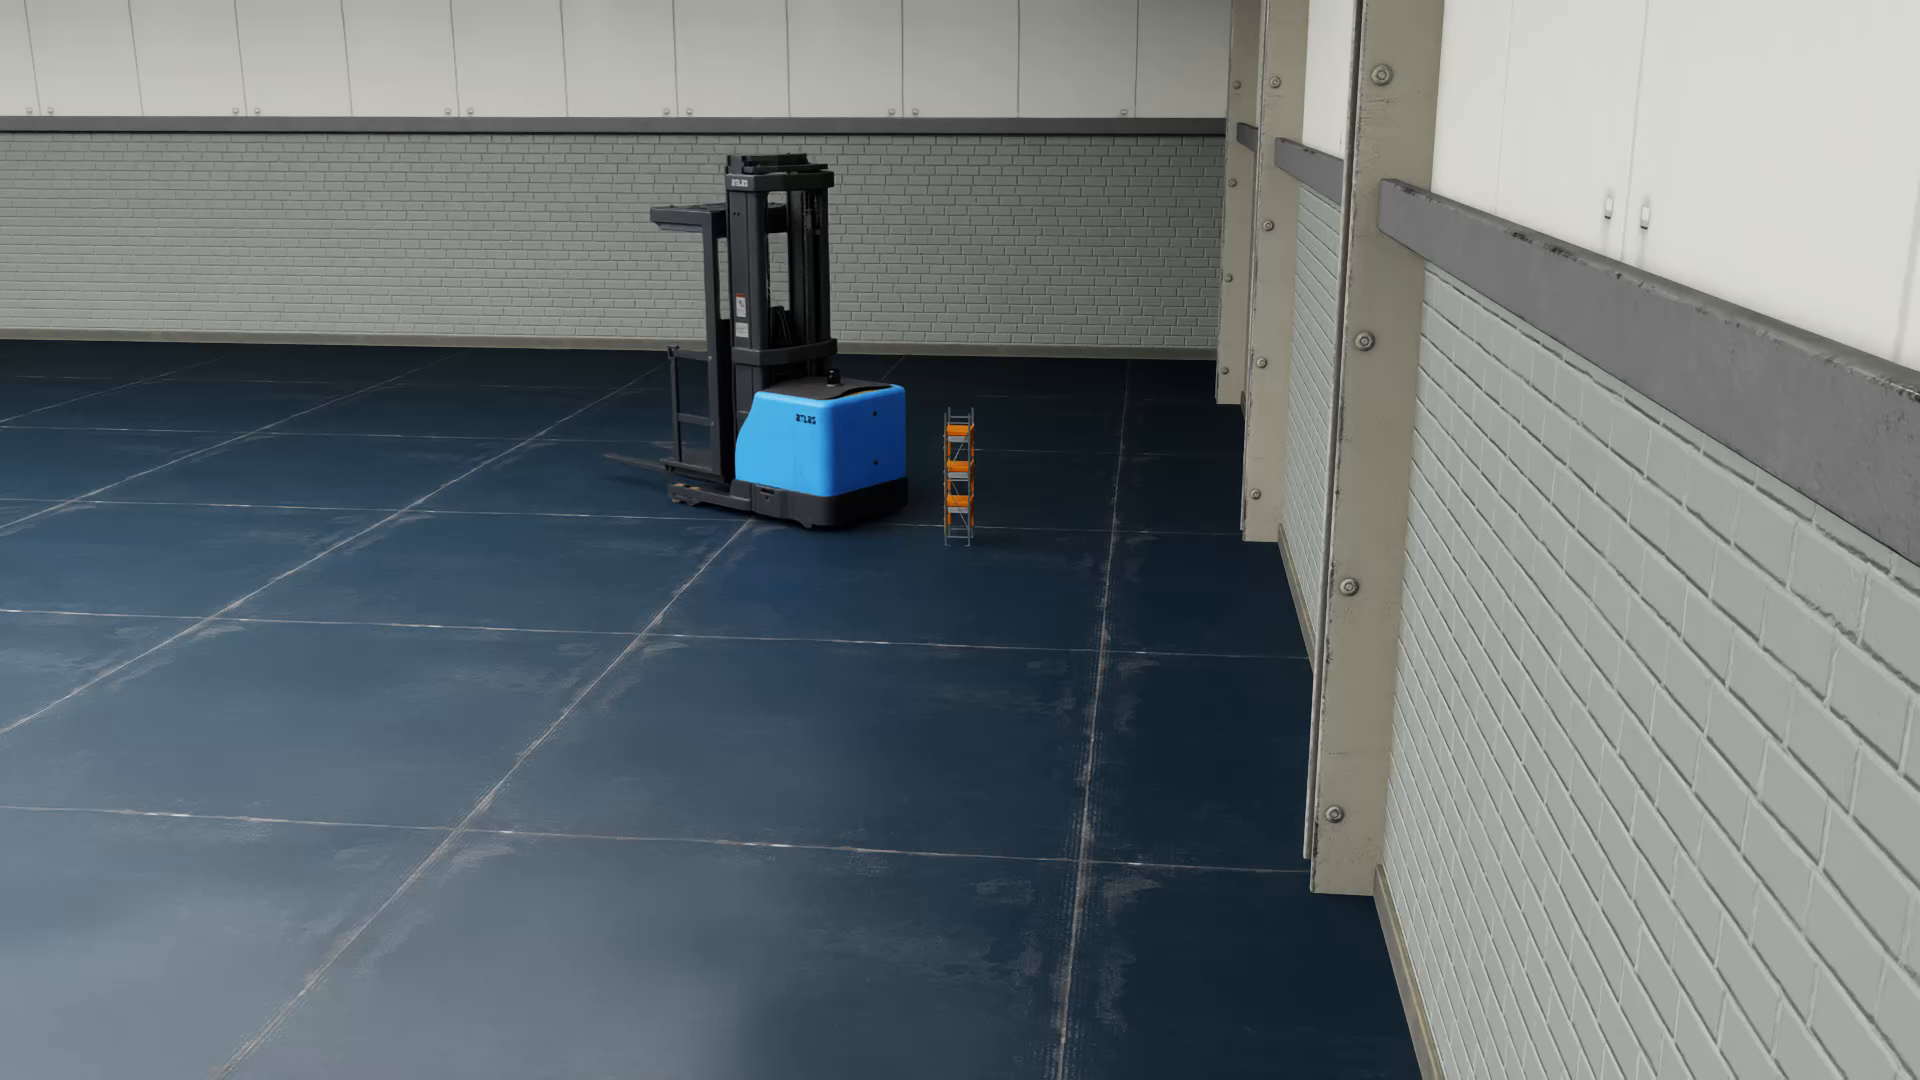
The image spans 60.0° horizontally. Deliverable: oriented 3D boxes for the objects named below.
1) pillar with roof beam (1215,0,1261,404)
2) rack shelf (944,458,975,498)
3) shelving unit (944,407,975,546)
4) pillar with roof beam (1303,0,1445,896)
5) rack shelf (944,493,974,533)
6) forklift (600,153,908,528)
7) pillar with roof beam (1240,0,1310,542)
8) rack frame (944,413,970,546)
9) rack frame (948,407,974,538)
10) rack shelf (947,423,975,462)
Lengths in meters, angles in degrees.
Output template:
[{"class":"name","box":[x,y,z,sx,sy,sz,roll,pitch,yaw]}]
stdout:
[{"class":"pillar with roof beam","box":[-1.191,-6.066,18.356,9.100,9.000,0.400,2,15,6]},{"class":"rack shelf","box":[-0.006,-0.483,12.976,0.215,0.259,0.240,2,15,6]},{"class":"shelving unit","box":[-0.006,-0.493,12.974,0.215,1.050,0.252,2,15,6]},{"class":"pillar with roof beam","box":[-2.545,-2.954,6.846,9.100,9.000,0.400,2,15,6]},{"class":"rack shelf","box":[-0.006,-0.214,13.049,0.215,0.259,0.240,2,15,6]},{"class":"forklift","box":[-1.902,-1.799,14.202,3.031,2.935,1.130,12,19,37]},{"class":"pillar with roof beam","box":[-1.868,-4.510,12.601,9.100,9.000,0.400,2,15,6]},{"class":"rack frame","box":[-0.020,-0.461,12.857,0.200,1.050,0.008,2,15,6]},{"class":"rack frame","box":[0.008,-0.525,13.091,0.200,1.050,0.008,2,15,6]},{"class":"rack shelf","box":[-0.006,-0.757,12.902,0.215,0.259,0.240,2,15,6]}]
